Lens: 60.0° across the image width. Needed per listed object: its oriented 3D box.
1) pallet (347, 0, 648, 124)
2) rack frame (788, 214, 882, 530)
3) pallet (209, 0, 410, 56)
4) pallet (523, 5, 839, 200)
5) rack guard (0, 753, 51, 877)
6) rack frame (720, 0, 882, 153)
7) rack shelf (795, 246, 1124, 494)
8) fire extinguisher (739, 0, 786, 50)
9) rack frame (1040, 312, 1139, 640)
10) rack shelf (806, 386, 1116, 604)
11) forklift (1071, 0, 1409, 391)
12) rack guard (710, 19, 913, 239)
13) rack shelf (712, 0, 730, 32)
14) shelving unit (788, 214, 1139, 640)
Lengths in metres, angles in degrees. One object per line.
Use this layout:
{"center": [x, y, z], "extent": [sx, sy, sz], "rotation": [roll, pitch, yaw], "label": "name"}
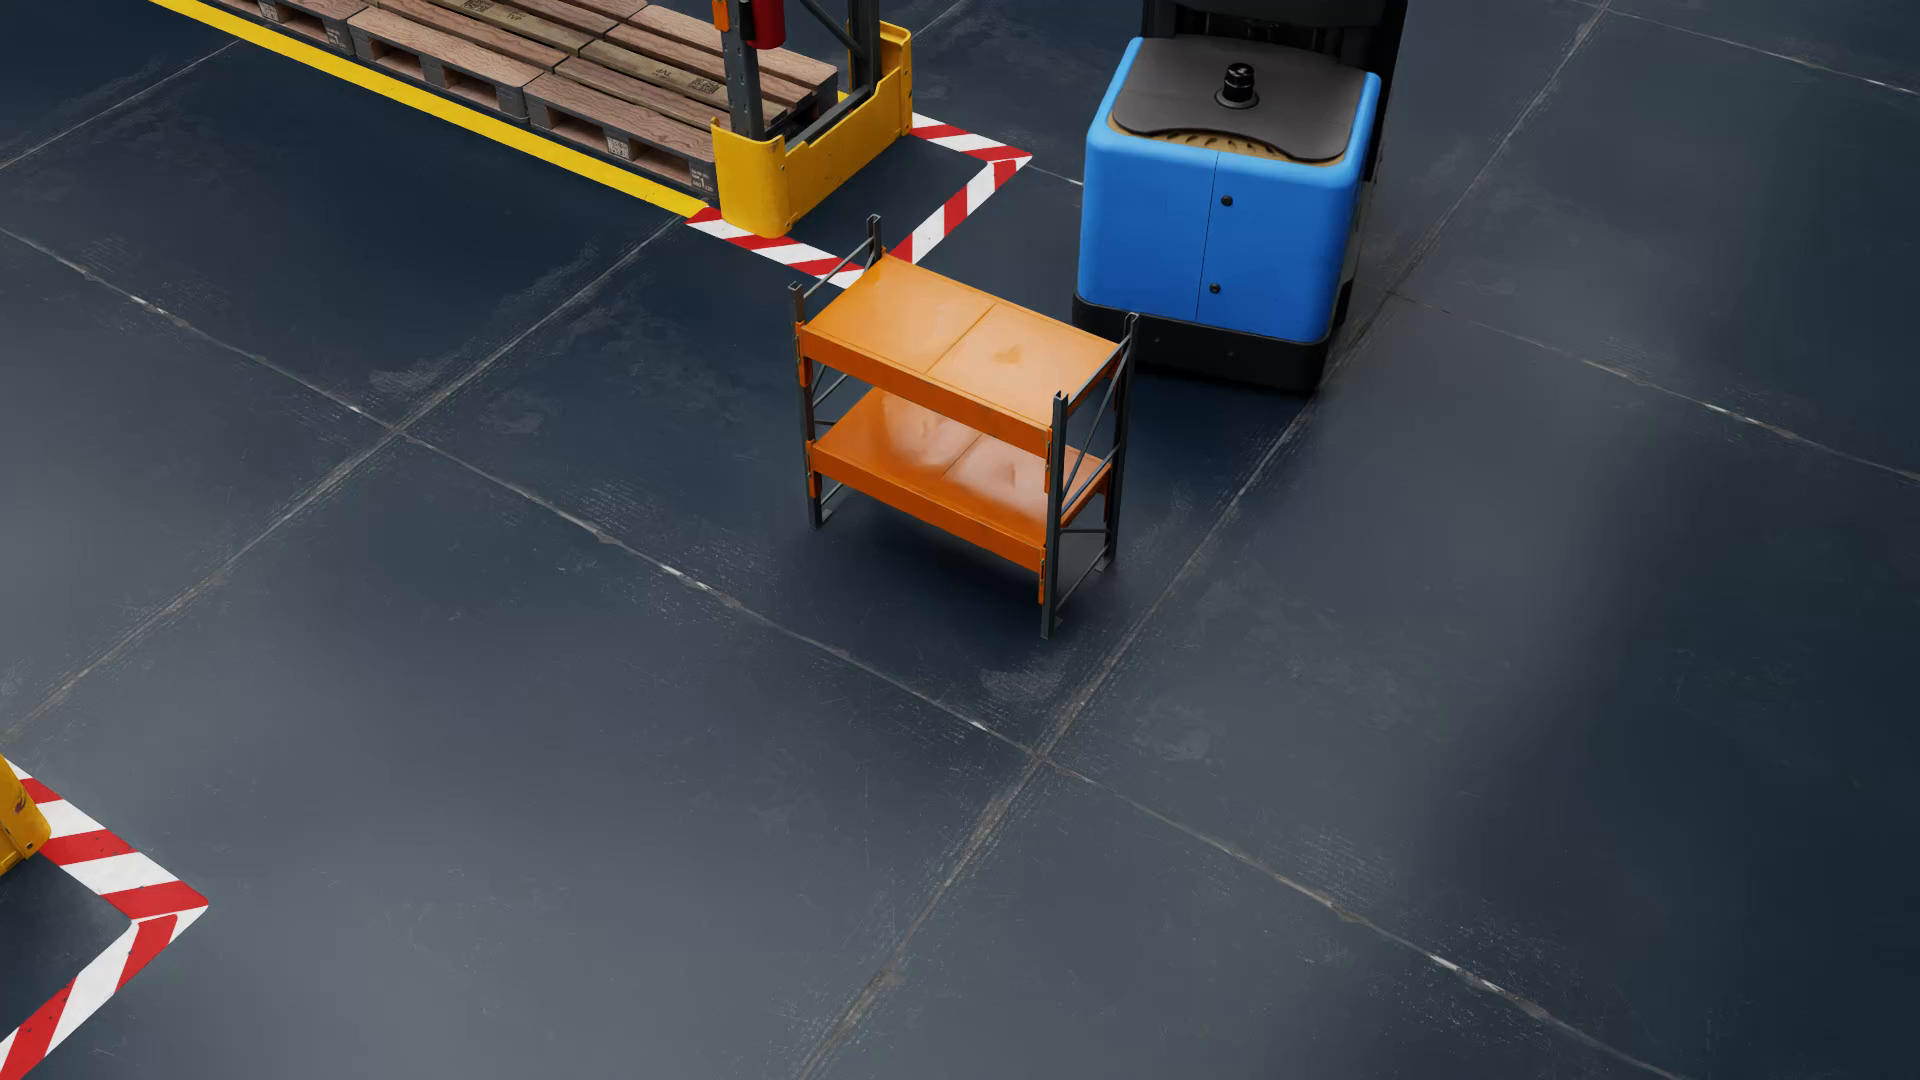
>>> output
{"center": [-2.392, -2.665, 8.693], "extent": [1.213, 0.211, 1.003], "rotation": [25, 51, 22], "label": "pallet"}
{"center": [-0.422, -0.586, 6.035], "extent": [0.032, 1.125, 0.500], "rotation": [25, 51, 22], "label": "rack frame"}
{"center": [-3.423, -3.137, 9.151], "extent": [1.213, 0.211, 1.003], "rotation": [25, 51, 22], "label": "pallet"}
{"center": [-1.369, -2.192, 8.233], "extent": [1.213, 0.211, 1.003], "rotation": [25, 51, 22], "label": "pallet"}
{"center": [-3.349, 1.049, 4.882], "extent": [0.348, 0.500, 1.175], "rotation": [25, 51, 22], "label": "rack guard"}
{"center": [-0.696, -2.821, 6.900], "extent": [0.127, 3.000, 1.000], "rotation": [25, 51, 22], "label": "rack frame"}
{"center": [0.006, -0.593, 5.634], "extent": [1.000, 0.278, 0.538], "rotation": [25, 51, 22], "label": "rack shelf"}
{"center": [-0.814, -2.332, 6.738], "extent": [0.183, 0.674, 0.296], "rotation": [25, 51, 22], "label": "fire extinguisher"}
{"center": [0.434, -0.193, 5.653], "extent": [0.032, 1.125, 0.500], "rotation": [25, 51, 22], "label": "rack frame"}
{"center": [0.006, -0.219, 6.019], "extent": [1.000, 0.278, 0.538], "rotation": [25, 51, 22], "label": "rack shelf"}
{"center": [1.387, -2.704, 6.834], "extent": [1.130, 2.935, 3.031], "rotation": [12, 47, 12], "label": "forklift"}
{"center": [-0.669, -1.949, 7.795], "extent": [0.348, 0.500, 1.175], "rotation": [25, 51, 22], "label": "rack guard"}
{"center": [-2.379, -3.345, 7.910], "extent": [4.000, 0.370, 1.077], "rotation": [25, 51, 22], "label": "rack shelf"}
{"center": [0.006, -0.389, 5.844], "extent": [1.048, 1.125, 0.538], "rotation": [25, 51, 22], "label": "shelving unit"}
